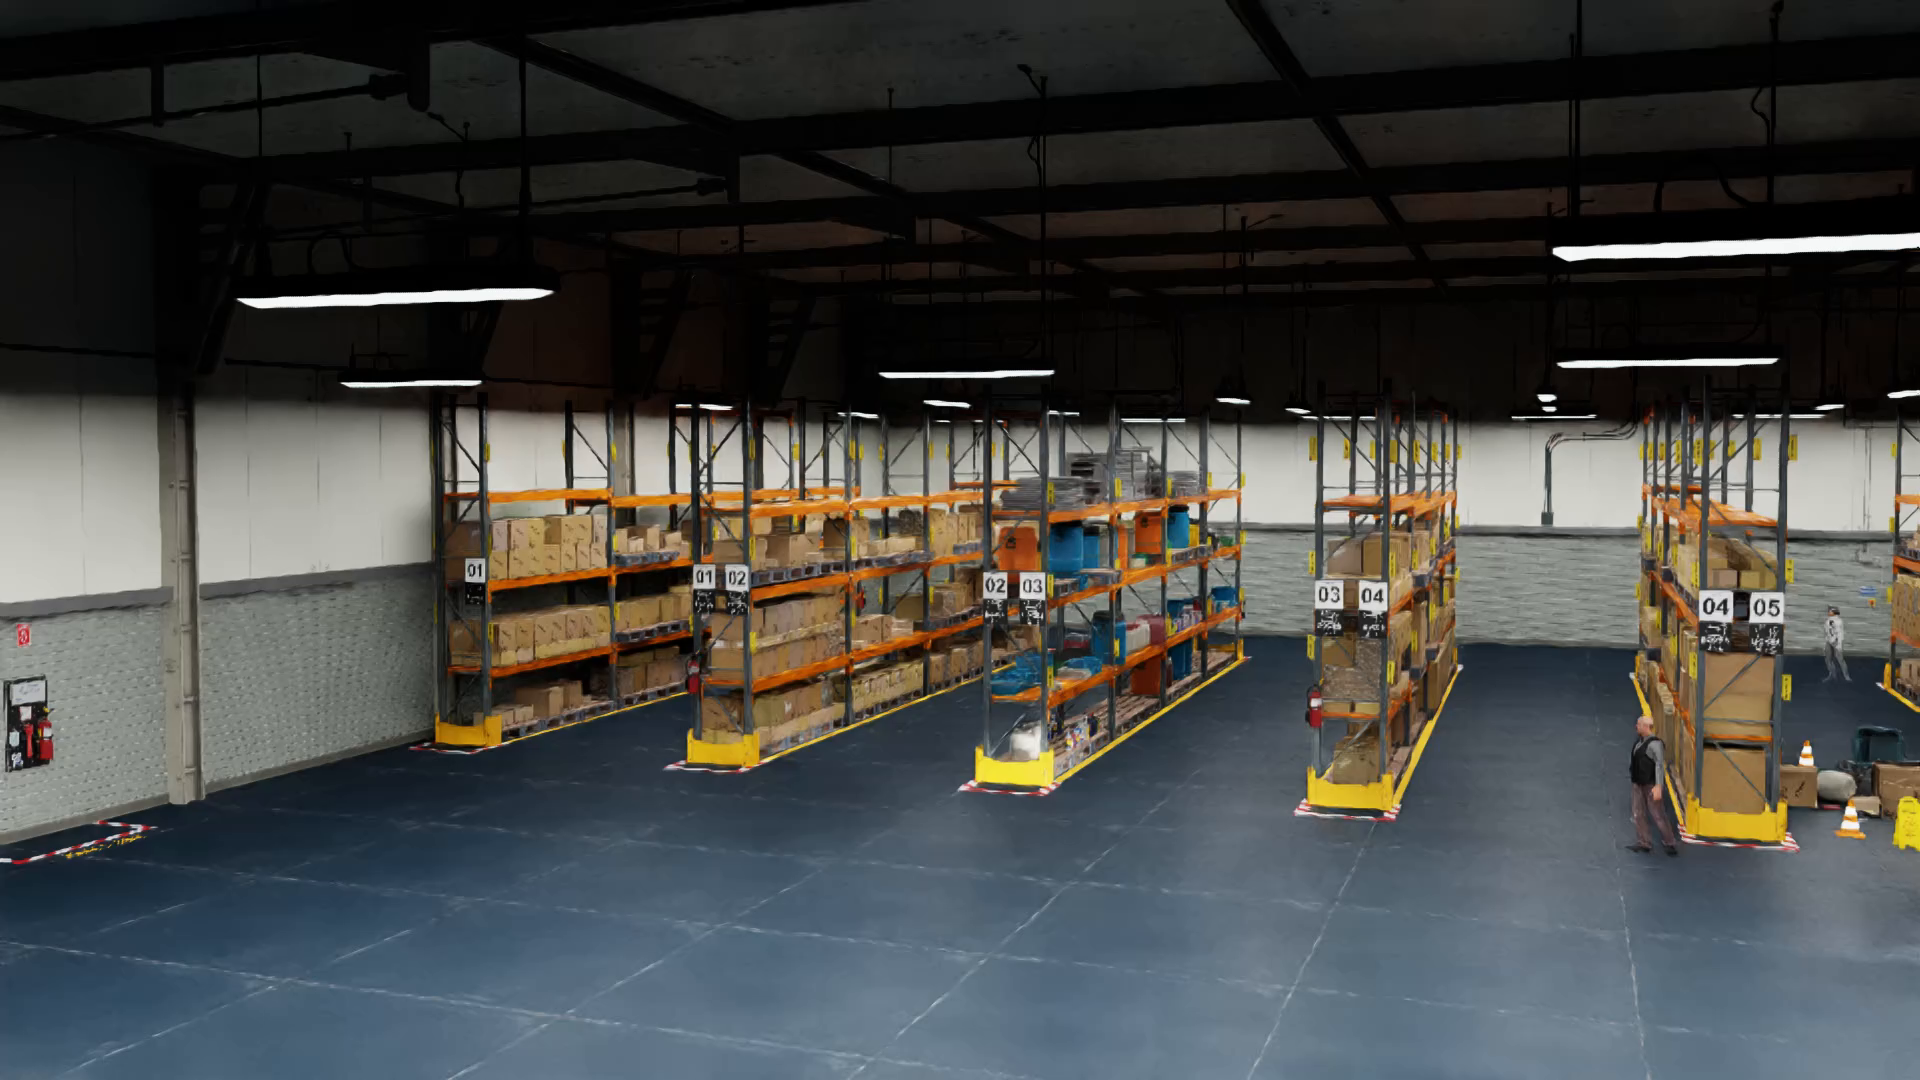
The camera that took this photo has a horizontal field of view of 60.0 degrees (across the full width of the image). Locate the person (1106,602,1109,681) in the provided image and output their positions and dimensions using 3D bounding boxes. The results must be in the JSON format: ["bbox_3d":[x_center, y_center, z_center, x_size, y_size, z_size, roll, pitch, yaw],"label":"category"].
[{"bbox_3d":[3.321,2.163,36.284,0.588,1.784,0.666,3,4,42],"label":"person"}]

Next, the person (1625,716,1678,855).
[{"bbox_3d":[8.646,3.048,20.749,0.538,1.715,0.630,0,3,-7],"label":"person"}]

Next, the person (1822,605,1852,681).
[{"bbox_3d":[19.140,2.247,36.281,0.522,1.665,0.570,0,3,-6],"label":"person"}]
